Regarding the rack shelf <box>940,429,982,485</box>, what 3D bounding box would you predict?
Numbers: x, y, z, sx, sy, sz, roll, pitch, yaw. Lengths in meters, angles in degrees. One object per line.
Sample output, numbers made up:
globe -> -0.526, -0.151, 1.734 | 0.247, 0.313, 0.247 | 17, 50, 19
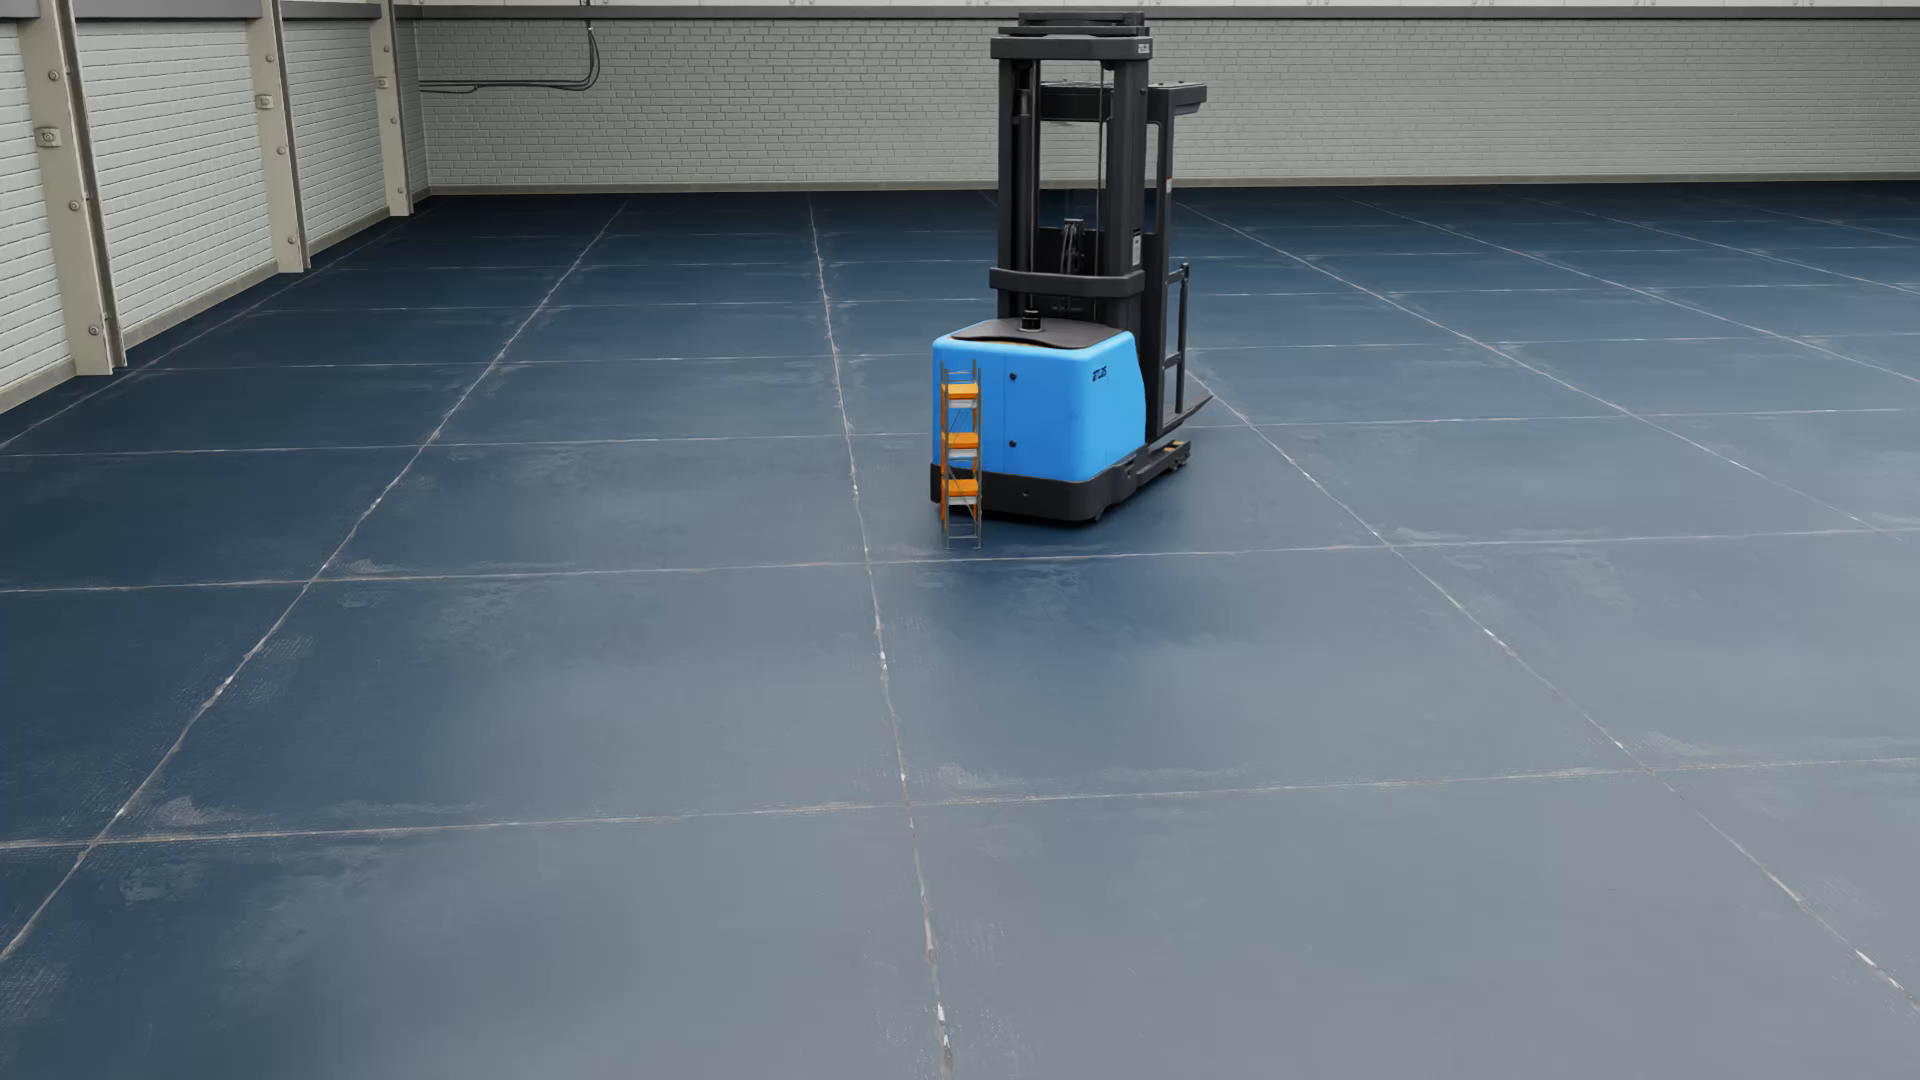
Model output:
rack shelf -> 0.006, -0.475, 9.472 | 0.215, 0.259, 0.240 | -2, 18, -6

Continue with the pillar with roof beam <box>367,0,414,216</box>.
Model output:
pillar with roof beam -> -4.367, -9.464, 24.800 | 9.100, 9.000, 0.400 | -2, 18, -6

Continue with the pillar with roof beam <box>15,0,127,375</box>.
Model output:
pillar with roof beam -> -3.129, -5.889, 13.412 | 9.100, 9.000, 0.400 | -2, 18, -6

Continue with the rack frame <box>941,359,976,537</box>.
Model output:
rack frame -> -0.007, -0.521, 9.585 | 0.200, 1.050, 0.008 | -2, 18, -6

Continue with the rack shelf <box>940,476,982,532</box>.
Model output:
rack shelf -> 0.006, -0.210, 9.555 | 0.215, 0.259, 0.240 | -2, 18, -6

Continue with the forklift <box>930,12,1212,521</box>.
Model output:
forklift -> 0.916, -1.905, 10.851 | 1.130, 2.935, 3.031 | 8, 19, 25

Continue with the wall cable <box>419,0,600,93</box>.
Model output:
wall cable -> -7.638, -8.768, 27.767 | 3.097, 2.526, 0.112 | -2, 18, -6

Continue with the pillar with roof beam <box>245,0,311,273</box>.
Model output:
pillar with roof beam -> -3.748, -7.677, 19.106 | 9.100, 9.000, 0.400 | -2, 18, -6

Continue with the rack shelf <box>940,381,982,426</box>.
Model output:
rack shelf -> 0.006, -0.746, 9.387 | 0.215, 0.259, 0.240 | -2, 18, -6

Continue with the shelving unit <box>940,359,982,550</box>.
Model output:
shelving unit -> 0.006, -0.485, 9.469 | 0.215, 1.050, 0.252 | -2, 18, -6

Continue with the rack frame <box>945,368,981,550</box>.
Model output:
rack frame -> 0.018, -0.449, 9.353 | 0.200, 1.050, 0.008 | -2, 18, -6
